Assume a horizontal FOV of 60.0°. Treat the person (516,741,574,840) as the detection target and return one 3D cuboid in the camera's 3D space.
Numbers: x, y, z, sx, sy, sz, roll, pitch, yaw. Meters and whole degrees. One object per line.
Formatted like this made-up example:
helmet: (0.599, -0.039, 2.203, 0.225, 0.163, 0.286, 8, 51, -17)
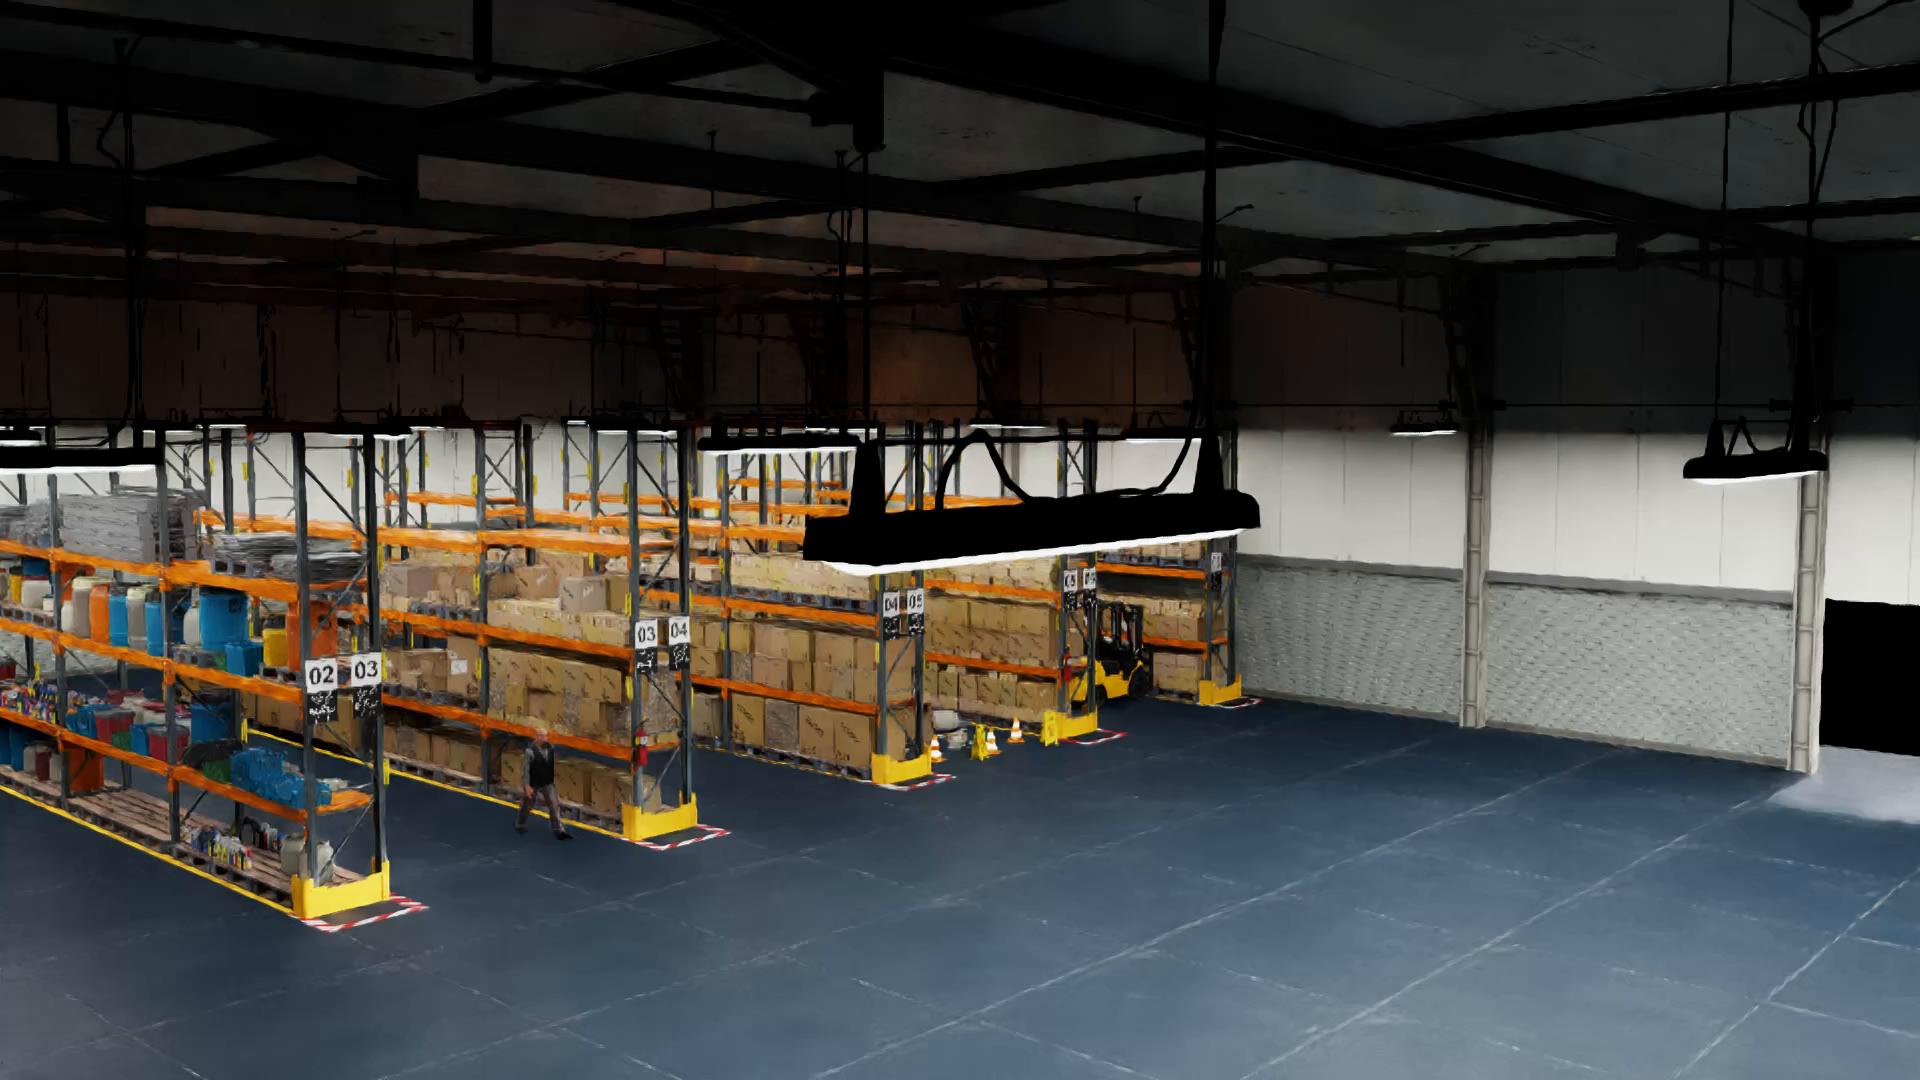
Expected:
person: (-15.749, 3.359, 27.542, 19.567, 1.426, 9.278, 5, 7, 45)
